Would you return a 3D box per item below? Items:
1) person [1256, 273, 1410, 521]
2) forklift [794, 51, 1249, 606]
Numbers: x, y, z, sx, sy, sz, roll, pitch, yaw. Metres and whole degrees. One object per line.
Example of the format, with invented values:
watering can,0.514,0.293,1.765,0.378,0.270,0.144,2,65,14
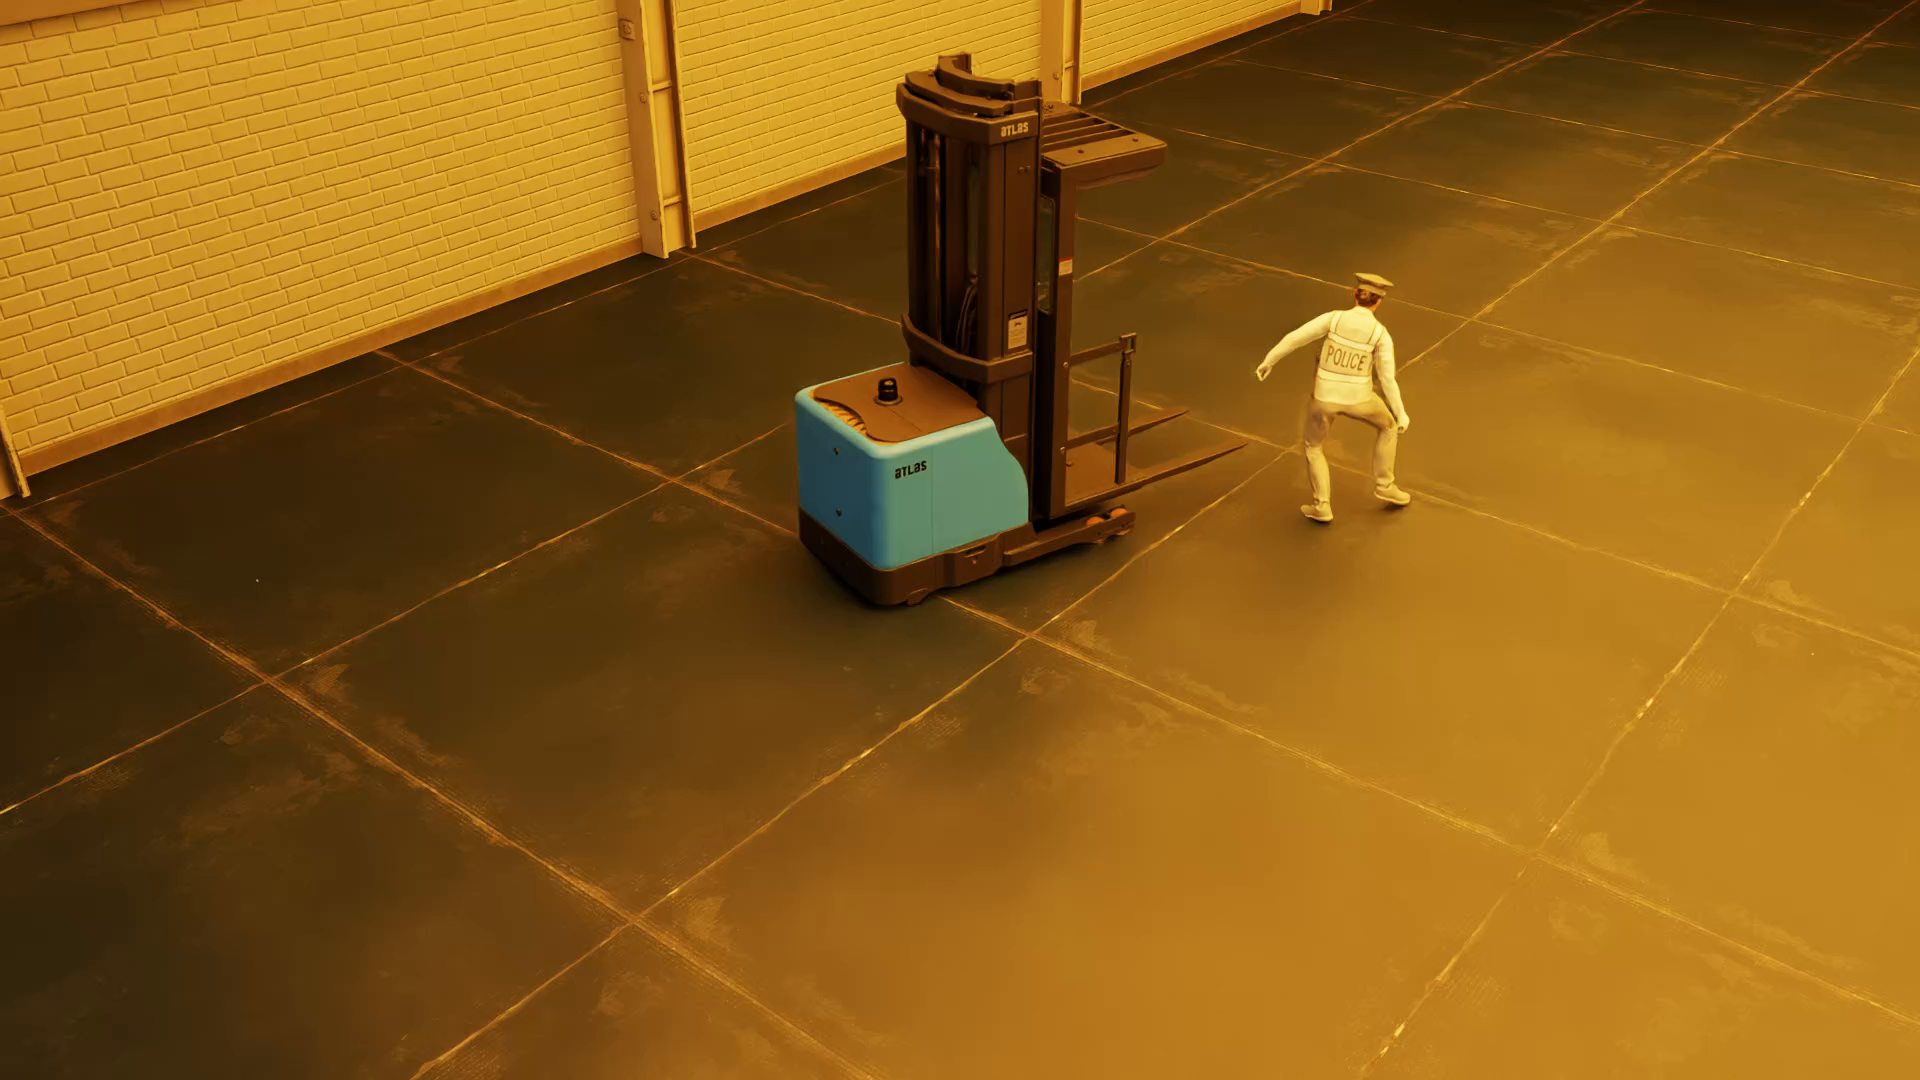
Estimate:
person,2.389,-0.891,10.489,1.056,1.606,0.527,8,31,13
forklift,0.503,-1.445,10.068,3.031,2.935,1.130,-19,35,-29
